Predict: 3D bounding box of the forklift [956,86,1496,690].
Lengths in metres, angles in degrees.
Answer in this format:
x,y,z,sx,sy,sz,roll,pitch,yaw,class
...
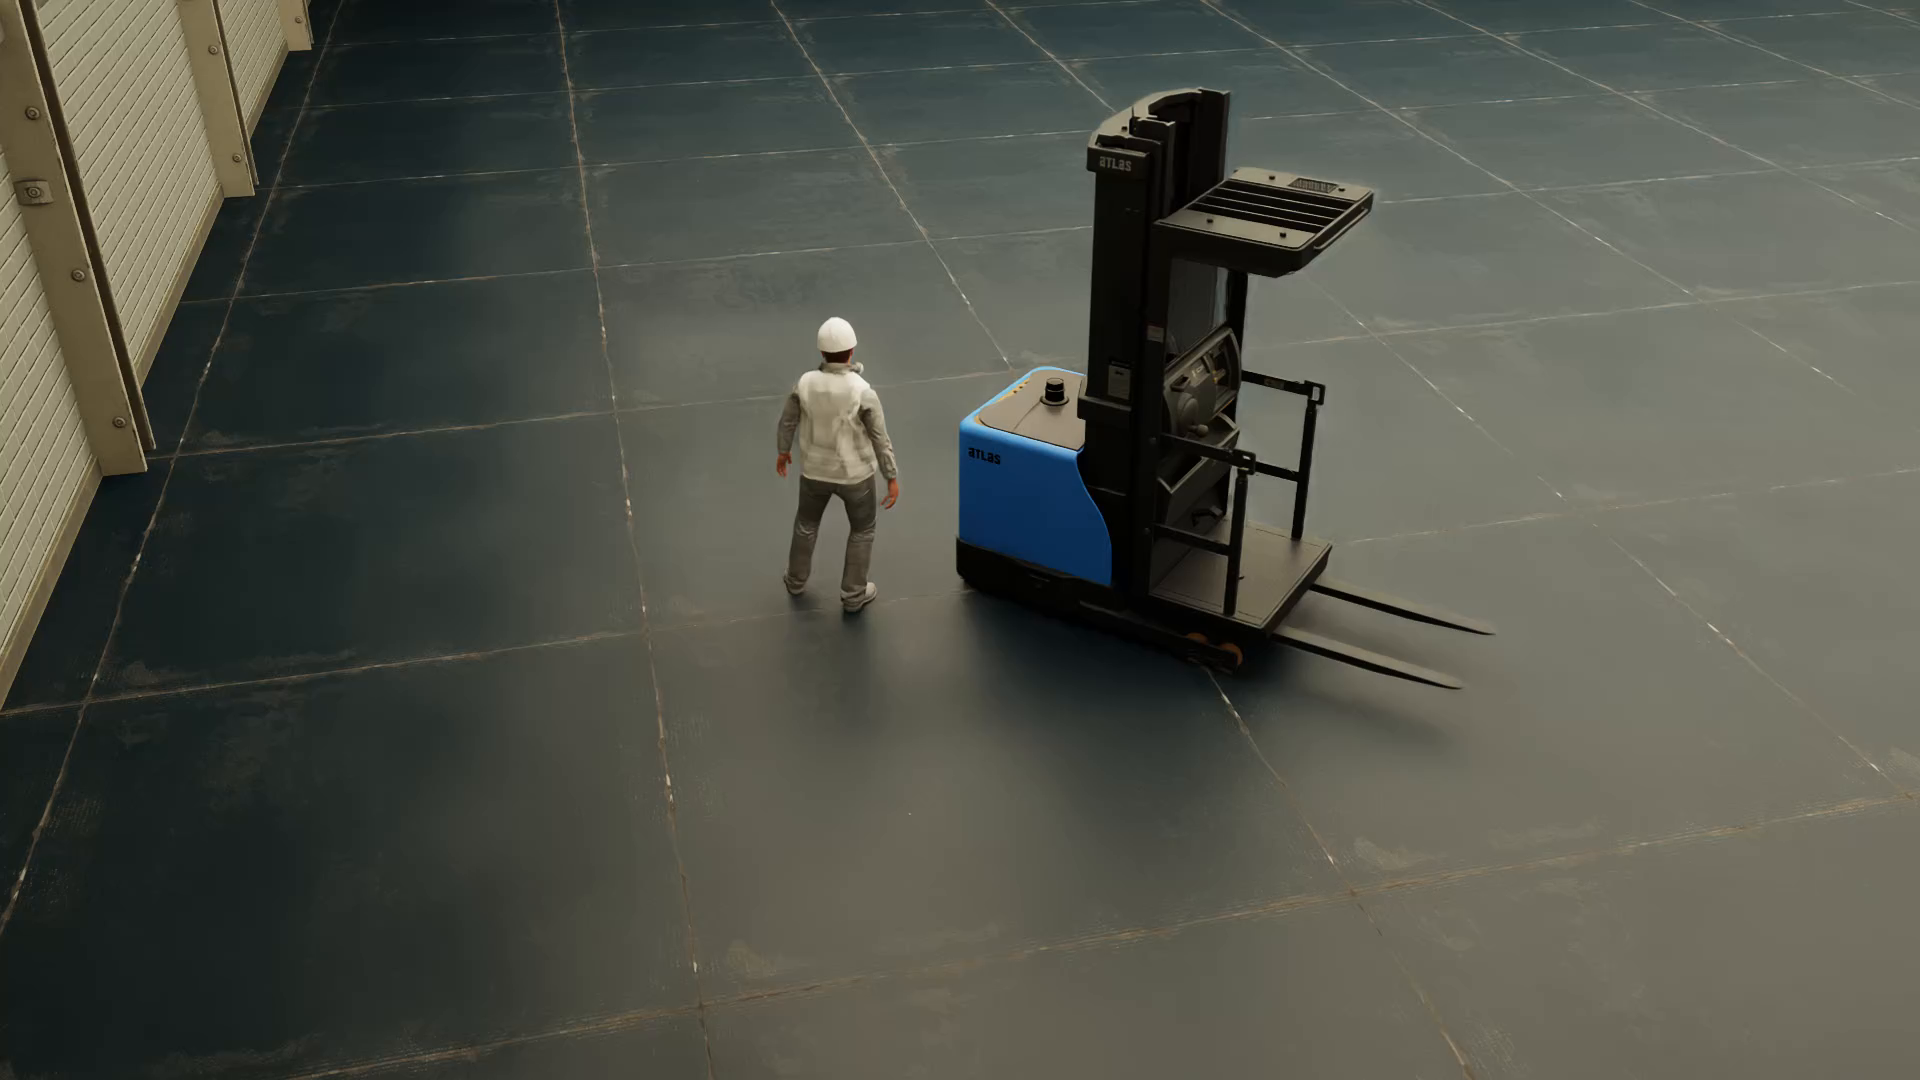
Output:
x,y,z,sx,sy,sz,roll,pitch,yaw,class
1.503,-0.835,9.018,3.031,2.935,1.130,17,34,27,forklift

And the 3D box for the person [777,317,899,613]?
x,y,z,sx,sy,sz,roll,pitch,yaw,class
-0.710,-0.433,9.508,0.805,1.747,0.434,9,31,14,person
